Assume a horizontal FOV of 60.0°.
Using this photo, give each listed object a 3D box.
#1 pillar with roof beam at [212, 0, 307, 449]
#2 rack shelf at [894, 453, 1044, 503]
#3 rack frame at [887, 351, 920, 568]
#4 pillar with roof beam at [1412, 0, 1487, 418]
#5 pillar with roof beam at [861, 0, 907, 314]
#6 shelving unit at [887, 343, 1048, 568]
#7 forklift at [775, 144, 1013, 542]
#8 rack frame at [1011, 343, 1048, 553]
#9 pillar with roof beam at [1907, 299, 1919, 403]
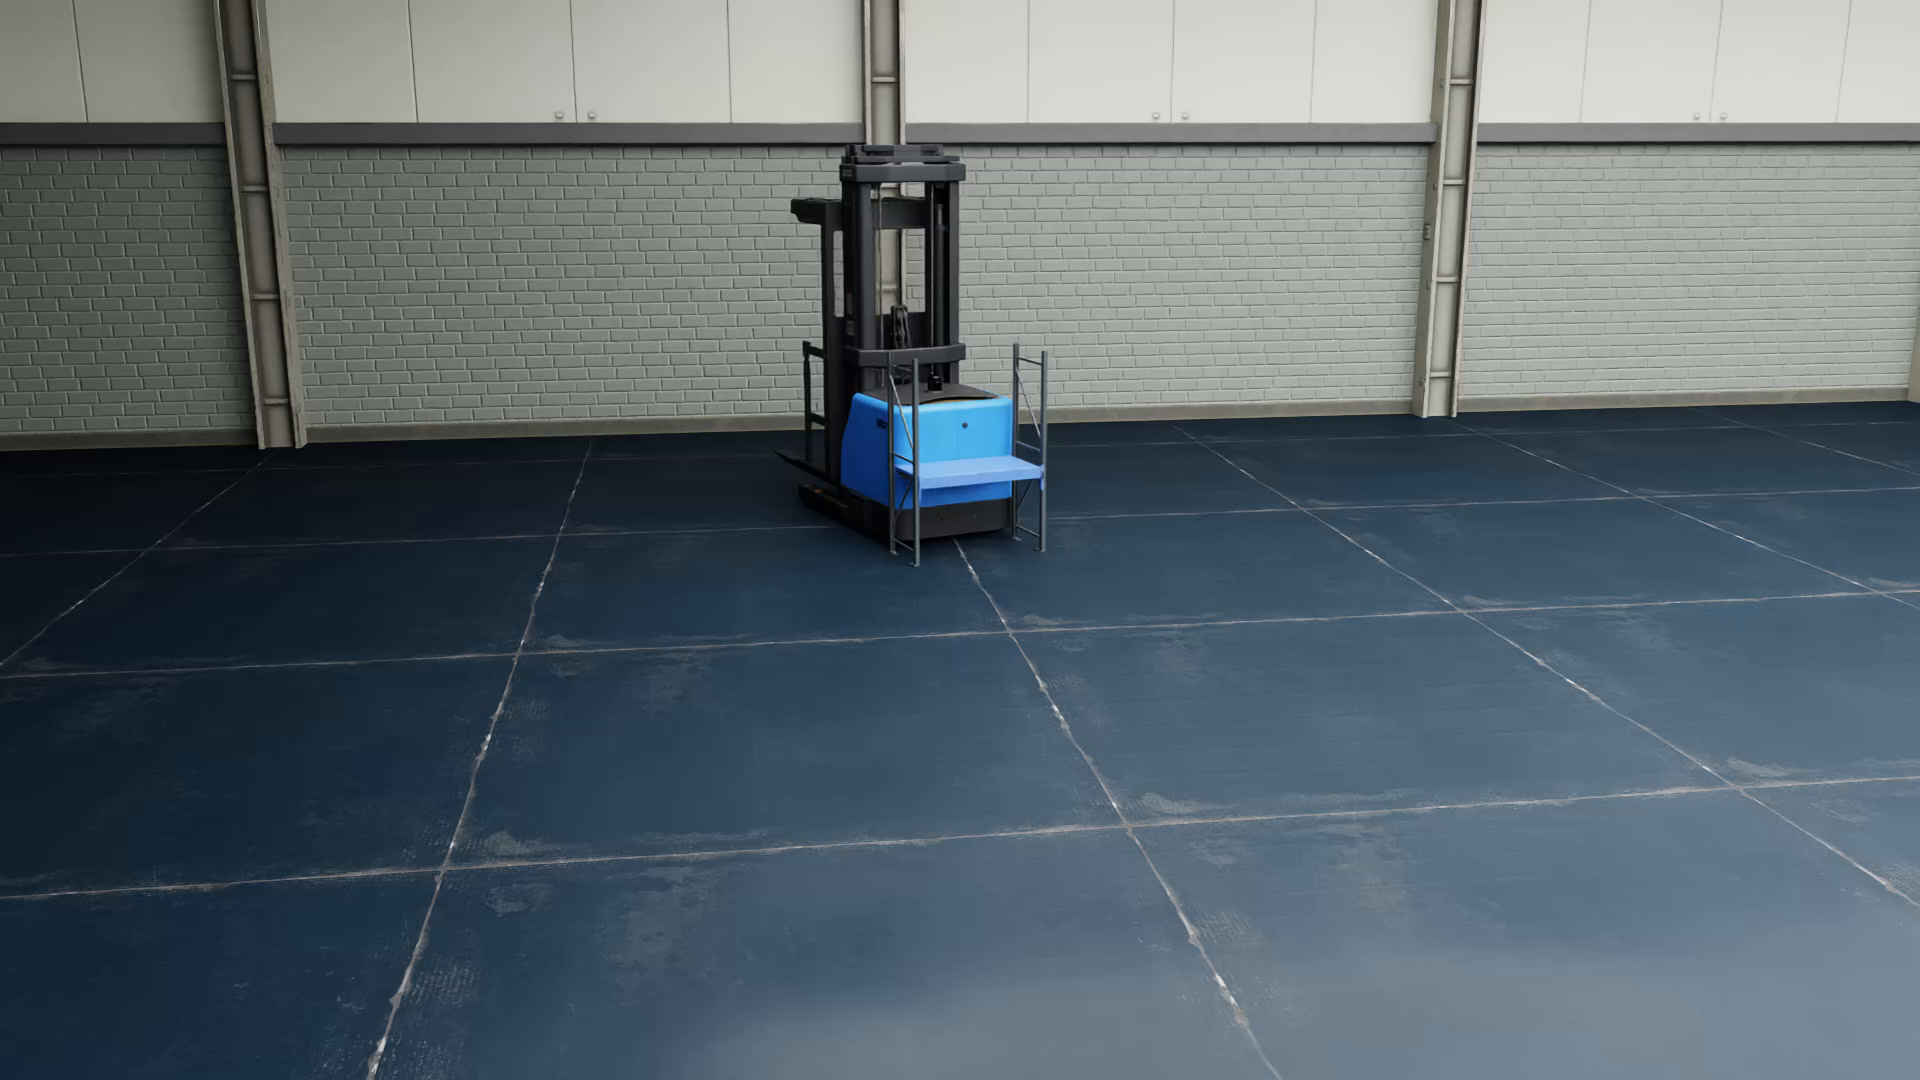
[{"bbox_3d":[-6.049,-4.262,11.217,0.400,9.000,9.100,-2,14,-8],"label":"pillar with roof beam"},{"bbox_3d":[0.053,-0.463,12.223,1.000,0.185,0.538,-6,15,-24],"label":"rack shelf"},{"bbox_3d":[-0.408,-0.585,11.972,0.032,1.500,0.500,-6,15,-24],"label":"rack frame"},{"bbox_3d":[5.817,-4.697,12.951,0.400,9.000,9.100,-2,14,-8],"label":"pillar with roof beam"},{"bbox_3d":[-0.116,-4.479,12.084,0.400,9.000,9.100,-2,14,-8],"label":"pillar with roof beam"},{"bbox_3d":[0.053,-0.637,12.179,1.048,1.500,0.538,-6,15,-24],"label":"shelving unit"},{"bbox_3d":[-0.695,-1.721,13.561,1.130,2.935,3.031,-7,16,-26],"label":"forklift"},{"bbox_3d":[0.514,-0.689,12.386,0.032,1.500,0.500,-6,15,-24],"label":"rack frame"},{"bbox_3d":[11.751,-4.914,13.818,0.400,9.000,9.100,-2,14,-8],"label":"pillar with roof beam"}]
